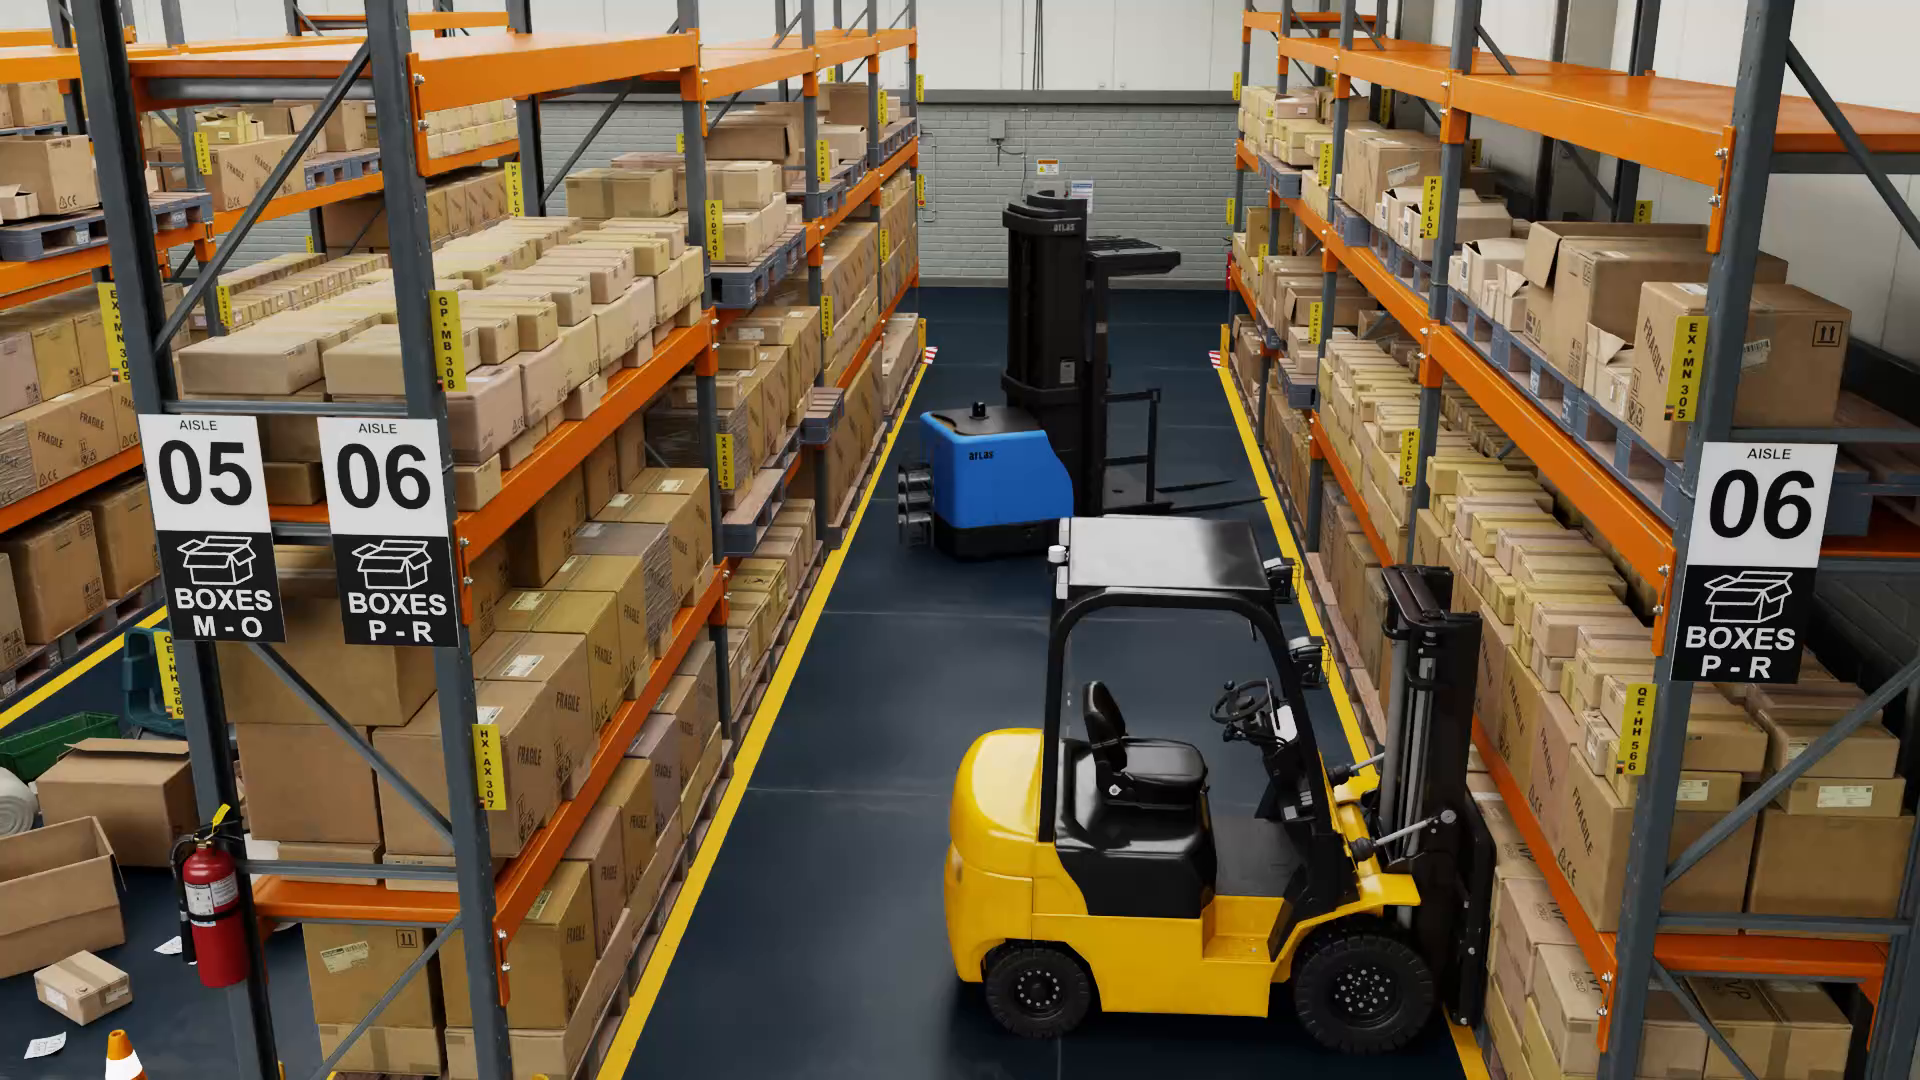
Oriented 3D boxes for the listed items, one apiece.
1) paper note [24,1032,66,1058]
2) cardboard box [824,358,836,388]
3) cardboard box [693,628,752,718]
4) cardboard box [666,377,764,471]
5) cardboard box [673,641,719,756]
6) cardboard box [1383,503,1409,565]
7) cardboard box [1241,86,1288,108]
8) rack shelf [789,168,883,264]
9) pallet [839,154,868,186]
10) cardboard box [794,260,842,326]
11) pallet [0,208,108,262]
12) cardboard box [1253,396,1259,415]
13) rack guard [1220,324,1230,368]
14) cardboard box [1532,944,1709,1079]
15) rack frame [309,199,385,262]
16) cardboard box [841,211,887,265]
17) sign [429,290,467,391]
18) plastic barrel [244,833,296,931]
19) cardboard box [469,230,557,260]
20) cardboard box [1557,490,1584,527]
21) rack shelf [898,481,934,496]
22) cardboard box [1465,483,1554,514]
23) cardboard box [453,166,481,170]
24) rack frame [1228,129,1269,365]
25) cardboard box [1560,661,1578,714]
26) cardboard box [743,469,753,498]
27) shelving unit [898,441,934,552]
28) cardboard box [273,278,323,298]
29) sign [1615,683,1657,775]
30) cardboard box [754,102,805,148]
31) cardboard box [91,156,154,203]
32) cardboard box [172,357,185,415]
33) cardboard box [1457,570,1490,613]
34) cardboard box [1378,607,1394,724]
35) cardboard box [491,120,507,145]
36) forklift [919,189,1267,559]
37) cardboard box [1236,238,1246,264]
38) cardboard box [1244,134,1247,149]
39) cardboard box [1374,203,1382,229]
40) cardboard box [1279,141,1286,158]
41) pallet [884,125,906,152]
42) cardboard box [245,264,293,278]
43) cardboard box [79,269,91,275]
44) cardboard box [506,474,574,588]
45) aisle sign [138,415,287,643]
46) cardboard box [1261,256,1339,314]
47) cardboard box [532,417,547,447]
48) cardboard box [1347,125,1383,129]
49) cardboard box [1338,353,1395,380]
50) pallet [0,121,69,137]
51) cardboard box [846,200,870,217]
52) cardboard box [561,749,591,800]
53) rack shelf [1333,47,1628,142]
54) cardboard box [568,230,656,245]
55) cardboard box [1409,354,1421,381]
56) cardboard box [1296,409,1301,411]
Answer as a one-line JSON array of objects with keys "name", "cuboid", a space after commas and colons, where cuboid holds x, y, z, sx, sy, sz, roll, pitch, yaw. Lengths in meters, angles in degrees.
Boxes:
[{"name": "paper note", "cuboid": [-4.103, 2.265, 7.462, 0.148, 0.019, 0.142, -5, 19, -15]}, {"name": "cardboard box", "cuboid": [-1.326, -1.368, 14.020, 0.500, 0.250, 0.500, 1, 18, 3]}, {"name": "cardboard box", "cuboid": [-1.863, 0.836, 10.600, 0.950, 0.372, 0.625, 2, 18, 5]}, {"name": "cardboard box", "cuboid": [-1.543, -0.733, 10.531, 0.500, 0.500, 0.500, 1, 18, 4]}, {"name": "cardboard box", "cuboid": [-1.673, 0.890, 9.426, 0.500, 0.500, 0.500, 1, 18, 3]}, {"name": "cardboard box", "cuboid": [2.828, -0.032, 9.943, 0.500, 0.250, 0.500, 2, 18, 5]}, {"name": "cardboard box", "cuboid": [3.631, -5.268, 19.827, 0.500, 0.250, 0.500, 1, 18, 3]}, {"name": "rack shelf", "cuboid": [-1.468, -2.997, 15.091, 1.077, 0.370, 4.000, 1, 18, 4]}, {"name": "pallet", "cuboid": [-1.341, -3.583, 16.032, 0.805, 0.209, 1.217, 1, 18, 2]}, {"name": "cardboard box", "cuboid": [-1.306, -2.117, 14.301, 0.500, 0.500, 0.500, 1, 18, 4]}, {"name": "pallet", "cuboid": [-6.627, -2.159, 11.680, 1.003, 0.211, 1.213, 2, 18, 6]}, {"name": "cardboard box", "cuboid": [3.373, -1.450, 17.934, 0.380, 0.149, 0.250, 1, 18, 2]}, {"name": "rack guard", "cuboid": [3.908, -2.456, 21.116, 1.175, 0.500, 0.348, 1, 18, 4]}, {"name": "cardboard box", "cuboid": [2.488, 1.784, 6.298, 0.500, 0.250, 0.500, 2, 18, 6]}, {"name": "rack frame", "cuboid": [-6.269, -2.614, 17.583, 1.000, 3.000, 0.127, 1, 18, 4]}, {"name": "cardboard box", "cuboid": [-1.049, -3.200, 17.605, 0.500, 0.500, 0.500, 1, 18, 4]}, {"name": "sign", "cuboid": [-1.644, -0.637, 5.328, 0.100, 0.325, 0.005, 1, 18, 4]}, {"name": "plastic barrel", "cuboid": [-3.547, 1.741, 8.430, 0.512, 0.421, 0.421, 17, 25, 41]}, {"name": "cardboard box", "cuboid": [-2.264, -1.481, 8.432, 0.380, 0.149, 0.250, 1, 18, 2]}, {"name": "cardboard box", "cuboid": [3.266, -0.172, 8.451, 0.380, 0.149, 0.250, 1, 18, 3]}, {"name": "rack shelf", "cuboid": [-0.373, -0.423, 14.086, 0.258, 0.077, 0.200, -6, 19, -19]}, {"name": "cardboard box", "cuboid": [2.796, -0.183, 8.483, 0.380, 0.149, 0.250, 1, 18, 3]}, {"name": "cardboard box", "cuboid": [-6.280, -4.387, 20.749, 0.500, 0.500, 0.500, 1, 18, 4]}, {"name": "rack frame", "cuboid": [3.913, -3.668, 20.798, 1.000, 3.000, 0.127, 1, 18, 4]}, {"name": "cardboard box", "cuboid": [2.609, 0.596, 6.584, 0.380, 0.149, 0.250, 1, 18, 4]}, {"name": "cardboard box", "cuboid": [-1.517, -0.372, 10.471, 0.380, 0.149, 0.250, 2, 18, 5]}, {"name": "shelving unit", "cuboid": [-0.372, -0.369, 14.103, 0.258, 0.900, 0.210, -6, 19, -19]}, {"name": "cardboard box", "cuboid": [-6.215, -2.359, 15.580, 0.380, 0.149, 0.250, 1, 18, 3]}, {"name": "sign", "cuboid": [2.226, 0.623, 5.466, 0.100, 0.325, 0.005, 1, 18, 4]}, {"name": "cardboard box", "cuboid": [-1.677, -3.940, 15.978, 0.500, 0.500, 0.500, 1, 18, 3]}, {"name": "cardboard box", "cuboid": [-6.332, -2.670, 12.246, 0.500, 0.311, 0.500, 1, 18, 4]}, {"name": "cardboard box", "cuboid": [-6.358, -1.118, 12.858, 0.500, 0.500, 0.500, 1, 18, 4]}, {"name": "cardboard box", "cuboid": [2.705, 0.463, 8.031, 0.500, 0.500, 0.500, 1, 18, 3]}, {"name": "cardboard box", "cuboid": [3.079, 0.826, 10.224, 0.875, 0.625, 0.625, 2, 18, 6]}, {"name": "cardboard box", "cuboid": [-5.781, -4.905, 19.998, 0.500, 0.250, 0.500, 1, 18, 4]}, {"name": "forklift", "cuboid": [1.211, -1.493, 14.274, 3.031, 2.935, 1.130, -6, 19, -19]}, {"name": "cardboard box", "cuboid": [3.576, -3.446, 19.886, 0.500, 0.250, 0.500, 1, 18, 5]}, {"name": "cardboard box", "cuboid": [3.510, -4.643, 19.363, 0.380, 0.149, 0.250, 2, 18, 5]}, {"name": "cardboard box", "cuboid": [2.884, -2.082, 10.709, 0.380, 0.149, 0.250, 1, 18, 3]}, {"name": "cardboard box", "cuboid": [3.137, -3.577, 15.274, 0.380, 0.149, 0.250, 1, 18, 3]}, {"name": "pallet", "cuboid": [-1.166, -4.550, 18.816, 1.003, 0.211, 1.213, 1, 18, 4]}, {"name": "cardboard box", "cuboid": [-6.812, -2.621, 16.378, 0.380, 0.149, 0.250, 1, 18, 3]}, {"name": "cardboard box", "cuboid": [-10.729, -3.286, 20.038, 0.380, 0.149, 0.250, 2, 18, 5]}, {"name": "cardboard box", "cuboid": [-2.214, -0.105, 7.682, 0.700, 0.500, 0.500, 1, 18, 4]}, {"name": "aisle sign", "cuboid": [-2.479, -0.030, 5.524, 0.394, 0.787, 0.004, 1, 18, 4]}, {"name": "cardboard box", "cuboid": [3.369, -2.527, 16.483, 0.700, 0.500, 0.500, 2, 18, 5]}, {"name": "cardboard box", "cuboid": [-1.861, -0.452, 6.572, 0.380, 0.149, 0.250, 1, 18, 4]}, {"name": "cardboard box", "cuboid": [3.643, -3.704, 15.183, 0.380, 0.149, 0.250, 1, 18, 2]}, {"name": "cardboard box", "cuboid": [3.012, -1.283, 12.319, 0.380, 0.149, 0.250, 2, 18, 5]}, {"name": "pallet", "cuboid": [-11.050, -4.771, 19.492, 1.003, 0.211, 1.213, 1, 18, 4]}, {"name": "cardboard box", "cuboid": [-1.043, -3.458, 17.351, 0.380, 0.149, 0.250, 1, 18, 3]}, {"name": "cardboard box", "cuboid": [-1.786, 0.974, 7.038, 0.380, 0.149, 0.250, 2, 18, 5]}, {"name": "rack shelf", "cuboid": [3.196, -2.881, 10.560, 1.077, 0.370, 4.000, 1, 18, 4]}, {"name": "cardboard box", "cuboid": [-1.753, -1.471, 8.399, 0.380, 0.149, 0.250, 2, 18, 5]}, {"name": "cardboard box", "cuboid": [3.531, -1.270, 12.280, 0.380, 0.149, 0.250, 1, 18, 4]}, {"name": "cardboard box", "cuboid": [3.314, -1.148, 15.408, 0.380, 0.149, 0.250, 1, 18, 4]}]
